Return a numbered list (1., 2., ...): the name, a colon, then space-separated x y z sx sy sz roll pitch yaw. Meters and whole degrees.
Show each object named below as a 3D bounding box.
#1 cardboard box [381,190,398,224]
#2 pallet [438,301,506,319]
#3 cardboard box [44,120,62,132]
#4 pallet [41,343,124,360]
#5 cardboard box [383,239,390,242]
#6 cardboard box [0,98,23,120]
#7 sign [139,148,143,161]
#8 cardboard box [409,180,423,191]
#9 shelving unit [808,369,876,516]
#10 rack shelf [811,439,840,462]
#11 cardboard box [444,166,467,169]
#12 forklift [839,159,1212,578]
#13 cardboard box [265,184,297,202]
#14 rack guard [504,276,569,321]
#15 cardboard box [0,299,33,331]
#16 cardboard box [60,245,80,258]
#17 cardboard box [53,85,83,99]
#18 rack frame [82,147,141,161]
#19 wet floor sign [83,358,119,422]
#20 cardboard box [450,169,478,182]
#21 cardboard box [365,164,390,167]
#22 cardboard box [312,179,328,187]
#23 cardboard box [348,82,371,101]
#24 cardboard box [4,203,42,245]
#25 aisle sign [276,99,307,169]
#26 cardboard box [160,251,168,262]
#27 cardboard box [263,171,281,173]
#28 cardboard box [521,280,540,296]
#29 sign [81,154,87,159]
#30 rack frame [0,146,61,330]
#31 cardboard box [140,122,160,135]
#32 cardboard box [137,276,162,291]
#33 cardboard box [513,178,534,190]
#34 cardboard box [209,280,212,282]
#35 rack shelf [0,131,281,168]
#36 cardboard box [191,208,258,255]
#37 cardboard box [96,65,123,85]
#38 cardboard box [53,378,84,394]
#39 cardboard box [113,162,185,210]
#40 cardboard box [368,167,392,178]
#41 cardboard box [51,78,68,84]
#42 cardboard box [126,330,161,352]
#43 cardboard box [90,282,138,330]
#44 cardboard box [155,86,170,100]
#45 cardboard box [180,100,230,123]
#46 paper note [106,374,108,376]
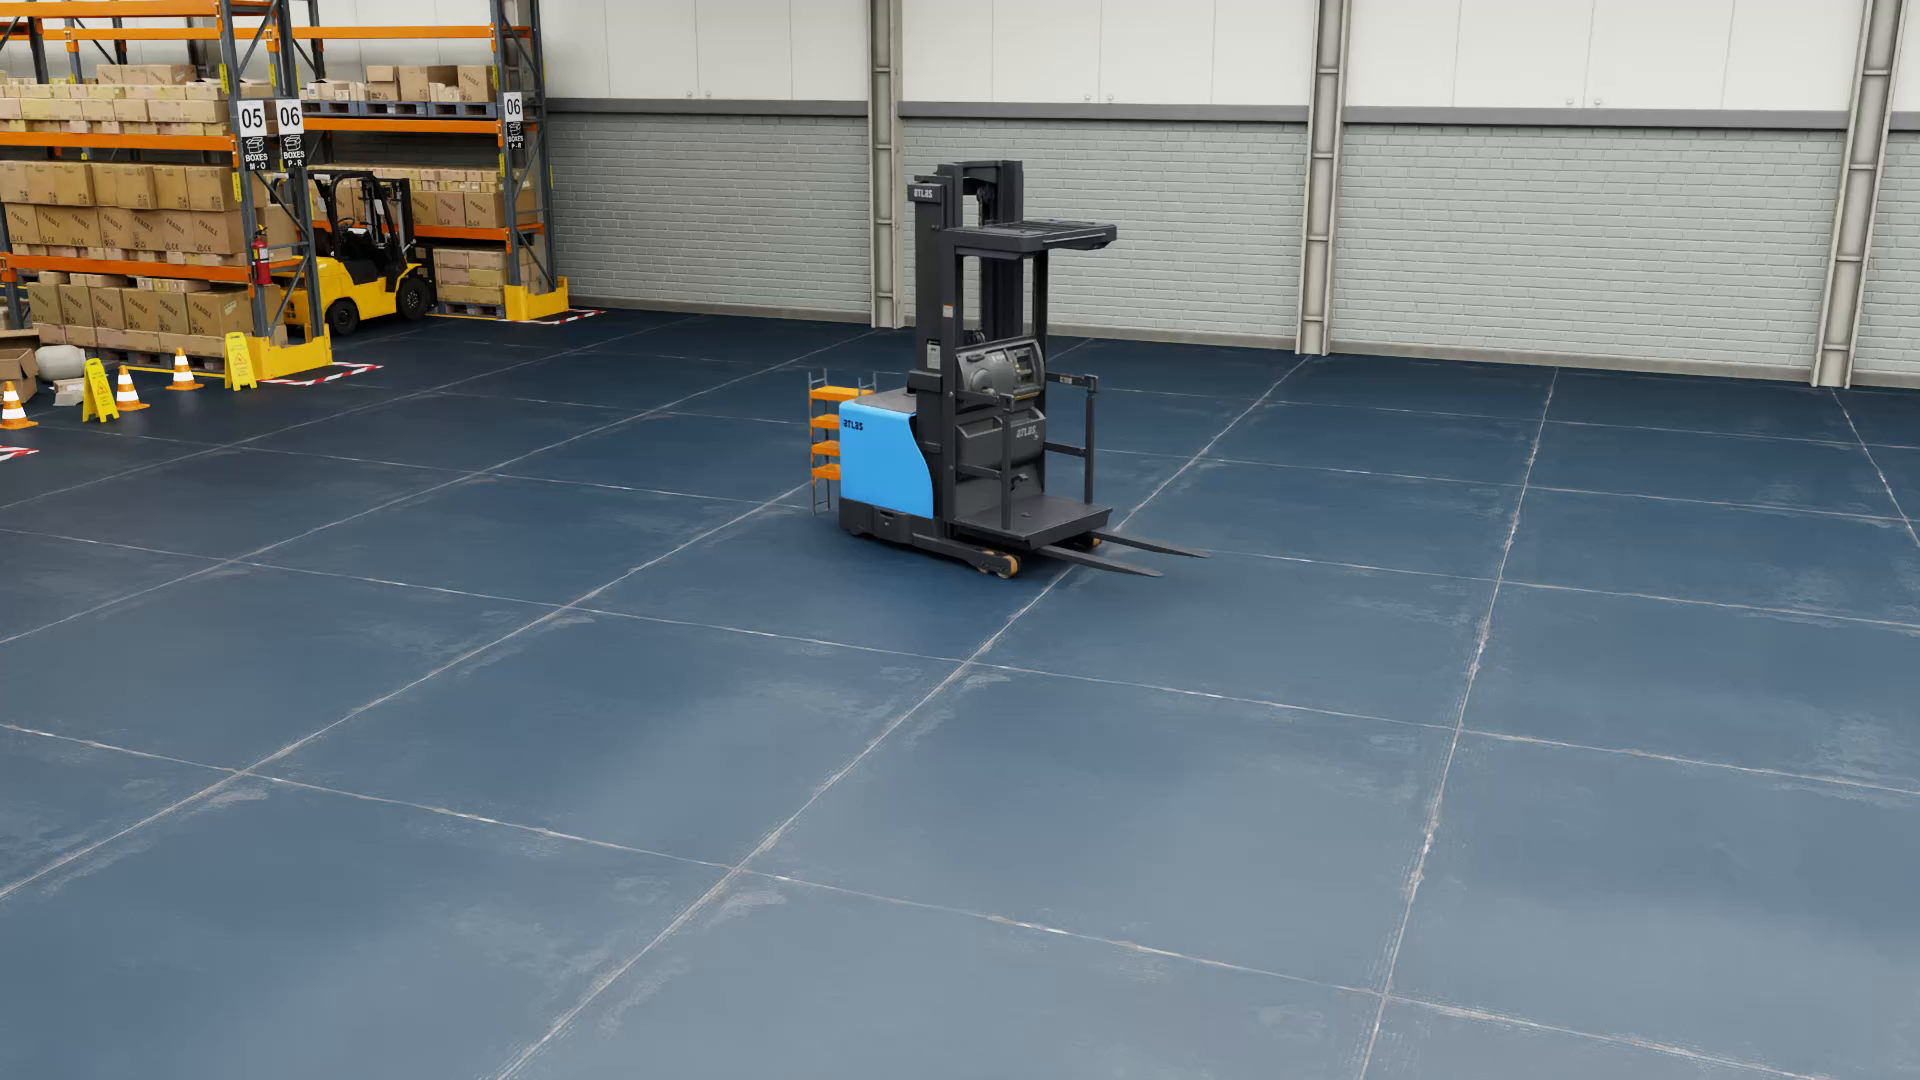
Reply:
1. cardboard box: -8.266 -4.972 24.741 0.500 0.500 0.500 6 17 21
2. pallet: -7.011 -3.514 24.898 1.213 0.211 1.003 6 17 21
3. cardboard box: -10.911 -5.057 20.284 0.250 0.149 0.380 7 18 22
4. pallet: -11.186 -2.508 21.435 1.213 0.211 1.003 6 17 21
5. cardboard box: -9.000 -4.508 25.706 0.500 0.250 0.500 6 17 20
6. cardboard box: -11.515 -5.302 20.413 0.500 0.250 0.500 6 17 19
7. sign: -13.526 -6.304 27.432 0.005 0.325 0.100 6 17 21
8. cardboard box: -7.912 -5.233 24.475 0.250 0.149 0.380 6 17 21
9. shelving unit: -0.957 -0.779 13.690 0.503 1.200 0.258 9 18 29
10. rack shelf: -0.957 -0.714 13.708 0.480 0.148 0.258 9 18 29
11. cardboard box: -7.480 -5.486 24.814 0.250 0.149 0.380 7 18 22
12. forklift: 0.466 -1.292 12.366 3.031 2.935 1.130 14 21 40
13. cardboard box: -10.556 -5.347 25.583 0.500 0.250 0.500 6 17 19
14. rack guard: -6.262 -3.583 24.617 0.348 0.500 1.175 6 17 21
15. cardboard box: -12.312 -2.900 21.741 0.625 0.372 0.950 7 17 21
16. cardboard box: -10.918 -3.605 20.661 0.250 0.149 0.380 7 18 22
17. cardboard box: -10.671 -5.398 20.029 0.250 0.149 0.380 6 17 19
18. rack frame: -13.727 -5.604 27.096 0.127 3.000 1.000 6 17 21
19. wet floor sign: -9.071 -1.583 17.471 0.232 0.644 0.267 3 17 11
20. cardboard box: -7.189 -5.307 24.197 0.250 0.149 0.380 7 17 22
21. cardboard box: -8.873 -5.673 25.459 0.250 0.149 0.380 6 17 20
22. cardboard box: -9.564 -5.427 25.145 0.250 0.149 0.380 7 17 22
23. cardboard box: -8.736 -6.590 24.421 0.258 0.266 0.396 6 17 19
24. cardboard box: -11.516 -3.980 20.792 0.500 0.500 0.500 6 17 20
25. aisle sign: -7.931 -4.820 19.734 0.004 0.787 0.394 6 17 21
26. cardboard box: -9.473 -3.470 20.196 0.250 0.149 0.380 7 17 21
27. cardboard box: -10.716 -5.713 26.128 0.250 0.149 0.380 6 17 20
28. cardboard box: -6.670 -3.768 24.950 0.500 0.250 0.500 6 17 21
29. sign: -13.917 -5.980 26.458 0.005 0.325 0.100 6 17 21
30. rack frame: -11.823 -3.907 21.251 0.127 3.000 1.000 6 17 21
31. cardboard box: -9.475 -4.891 19.711 0.250 0.149 0.380 6 17 20
32. cardboard box: -9.787 -3.139 20.276 0.250 0.149 0.380 7 18 23
33. cardboard box: -6.505 -5.247 24.524 0.250 0.149 0.380 6 17 19
34. cardboard box: -9.725 -3.001 20.965 0.500 0.500 0.500 7 17 22
35. rack shelf: -9.963 -4.797 20.228 4.000 0.370 1.077 6 17 21
36. cardboard box: -8.708 -3.673 19.731 0.500 0.500 0.500 6 17 20
37. cardboard box: -13.142 -7.205 26.119 0.500 0.500 0.500 6 17 21
38. cardboard box: -10.062 -1.739 18.896 0.380 0.149 0.250 -12 20 -37
39. cardboard box: -9.638 -4.244 19.905 0.500 0.500 0.700 6 17 20
40. cardboard box: -8.590 -5.476 24.780 0.250 0.149 0.380 6 17 20
41. cardboard box: -14.361 -7.319 26.646 0.250 0.149 0.380 6 17 19
42. cardboard box: -9.921 -2.499 20.580 0.500 0.250 0.500 6 17 19
43. cardboard box: -10.390 -2.913 20.660 0.500 0.500 0.500 7 18 24
44. cardboard box: -9.212 -5.256 19.537 0.250 0.149 0.380 6 17 21
45. cardboard box: -8.677 -4.991 19.342 0.500 0.250 0.500 6 17 20
46. paper note: -10.296 -1.973 19.915 0.148 0.019 0.142 0 16 1
